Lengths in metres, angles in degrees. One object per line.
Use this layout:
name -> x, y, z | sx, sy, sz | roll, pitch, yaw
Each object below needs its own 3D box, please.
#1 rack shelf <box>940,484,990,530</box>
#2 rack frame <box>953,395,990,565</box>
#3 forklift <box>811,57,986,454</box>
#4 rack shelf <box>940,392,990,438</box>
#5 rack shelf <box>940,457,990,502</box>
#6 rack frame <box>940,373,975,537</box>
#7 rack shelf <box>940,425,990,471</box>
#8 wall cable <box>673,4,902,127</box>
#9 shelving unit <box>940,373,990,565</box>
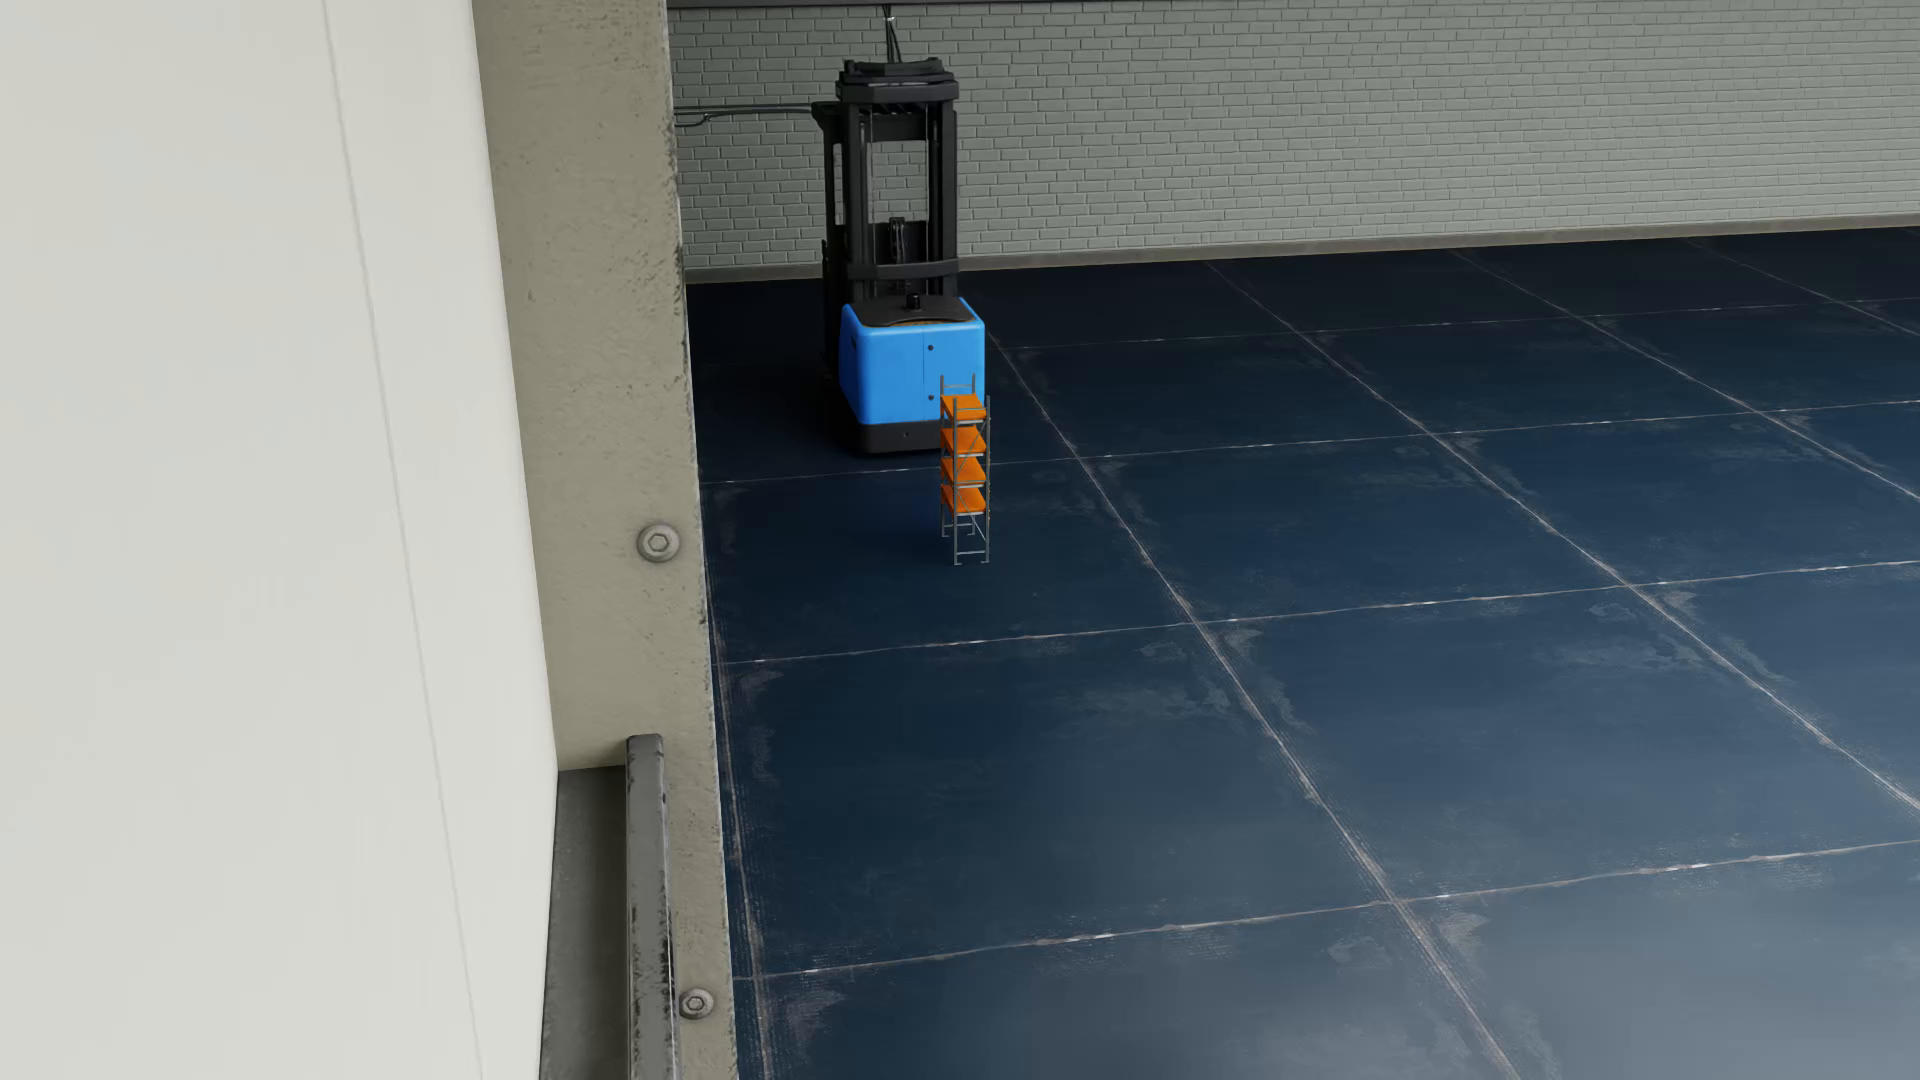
rack shelf -> 0.031, -0.241, 11.467 | 0.258, 0.148, 0.480 | -4, 24, -10
rack frame -> 0.076, -0.389, 11.141 | 0.240, 1.200, 0.015 | -4, 24, -10
forklift -> -0.618, -2.588, 14.015 | 1.130, 2.935, 3.031 | -5, 24, -12
rack shelf -> 0.031, -0.845, 11.203 | 0.258, 0.148, 0.480 | -4, 24, -10
rack shelf -> 0.031, -0.423, 11.388 | 0.258, 0.148, 0.480 | -4, 24, -10
rack frame -> -0.014, -0.581, 11.581 | 0.240, 1.200, 0.015 | -4, 24, -10
rack shelf -> 0.031, -0.628, 11.298 | 0.258, 0.148, 0.480 | -4, 24, -10
wall cable -> -2.122, -5.545, 17.082 | 3.097, 2.526, 0.112 | -4, 24, -10
shelving unit -> 0.031, -0.485, 11.361 | 0.258, 1.200, 0.503 | -4, 24, -10
